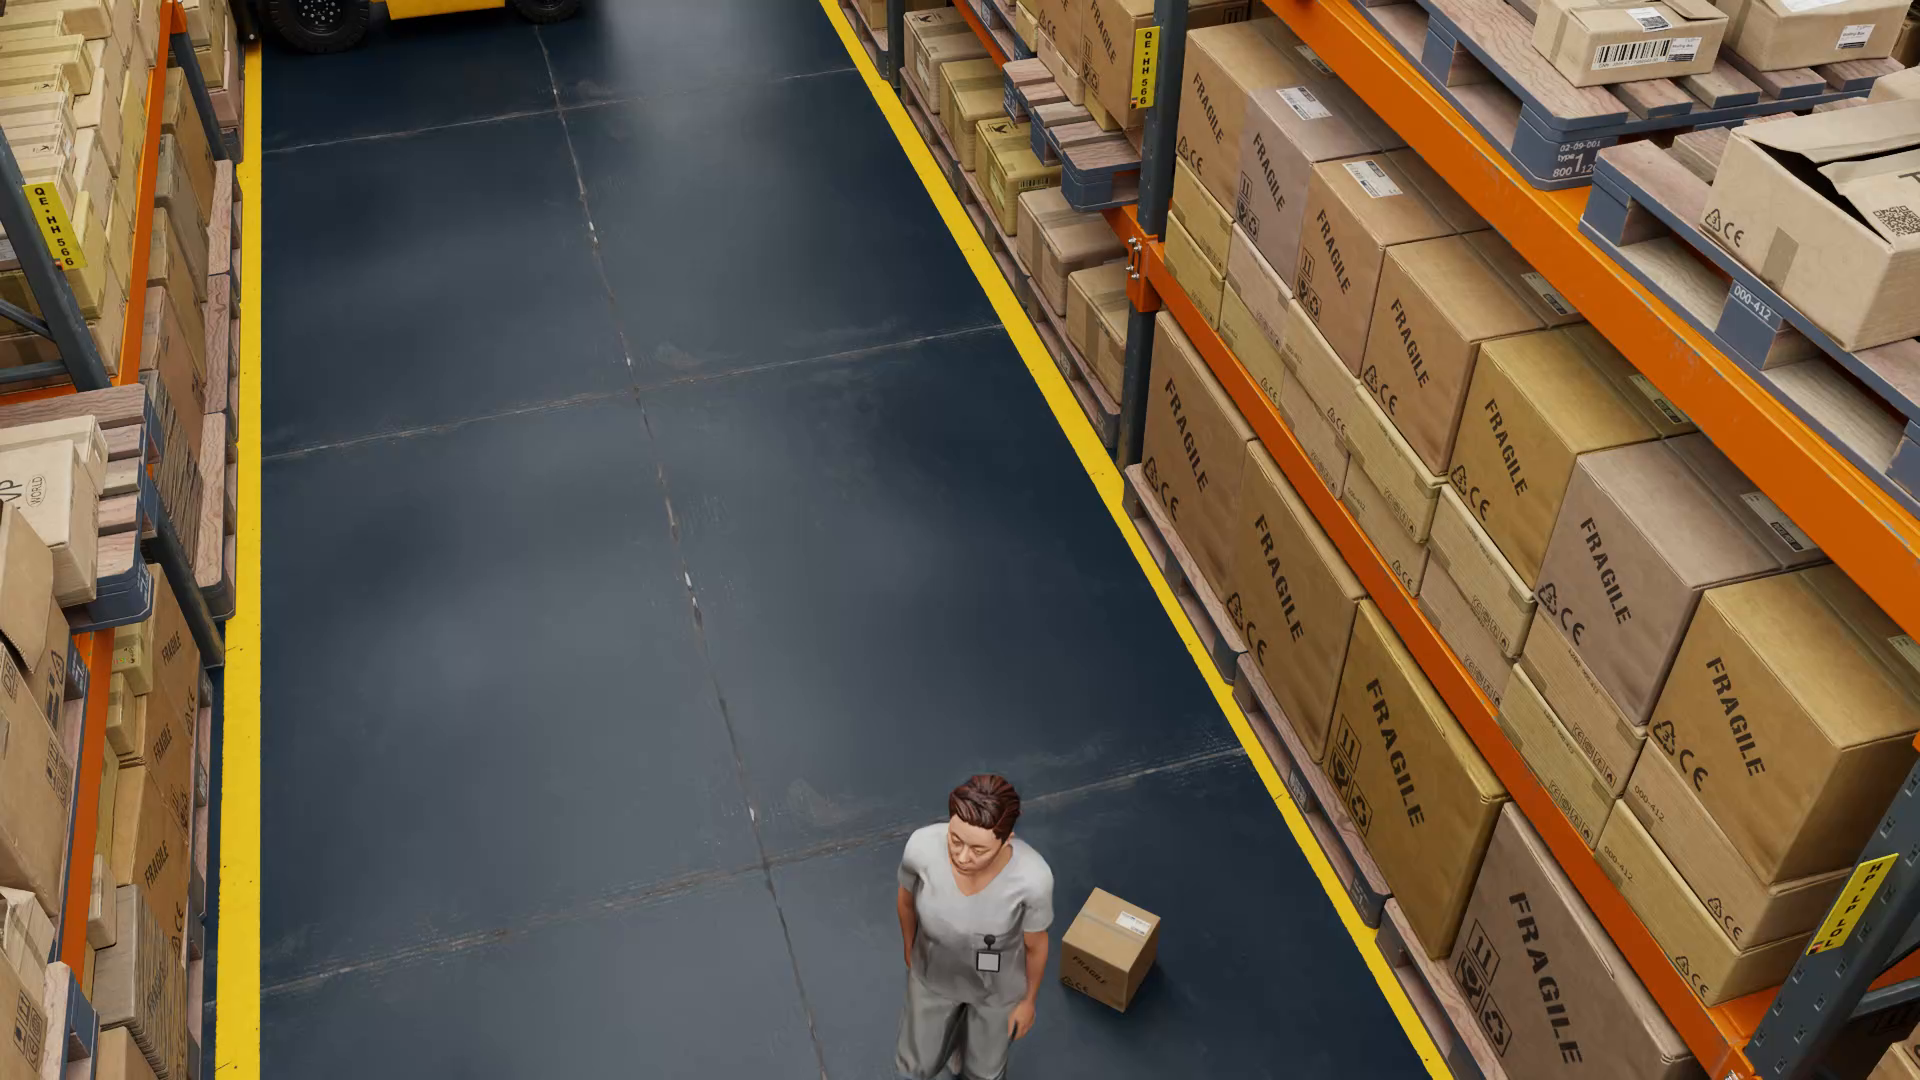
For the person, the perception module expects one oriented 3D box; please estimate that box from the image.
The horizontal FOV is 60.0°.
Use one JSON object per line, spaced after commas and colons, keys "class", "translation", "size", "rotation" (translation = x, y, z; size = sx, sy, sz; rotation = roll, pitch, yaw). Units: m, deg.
{"class": "person", "translation": [0.046, 1.205, 4.807], "size": [0.452, 1.662, 0.521], "rotation": [10, 43, 11]}
